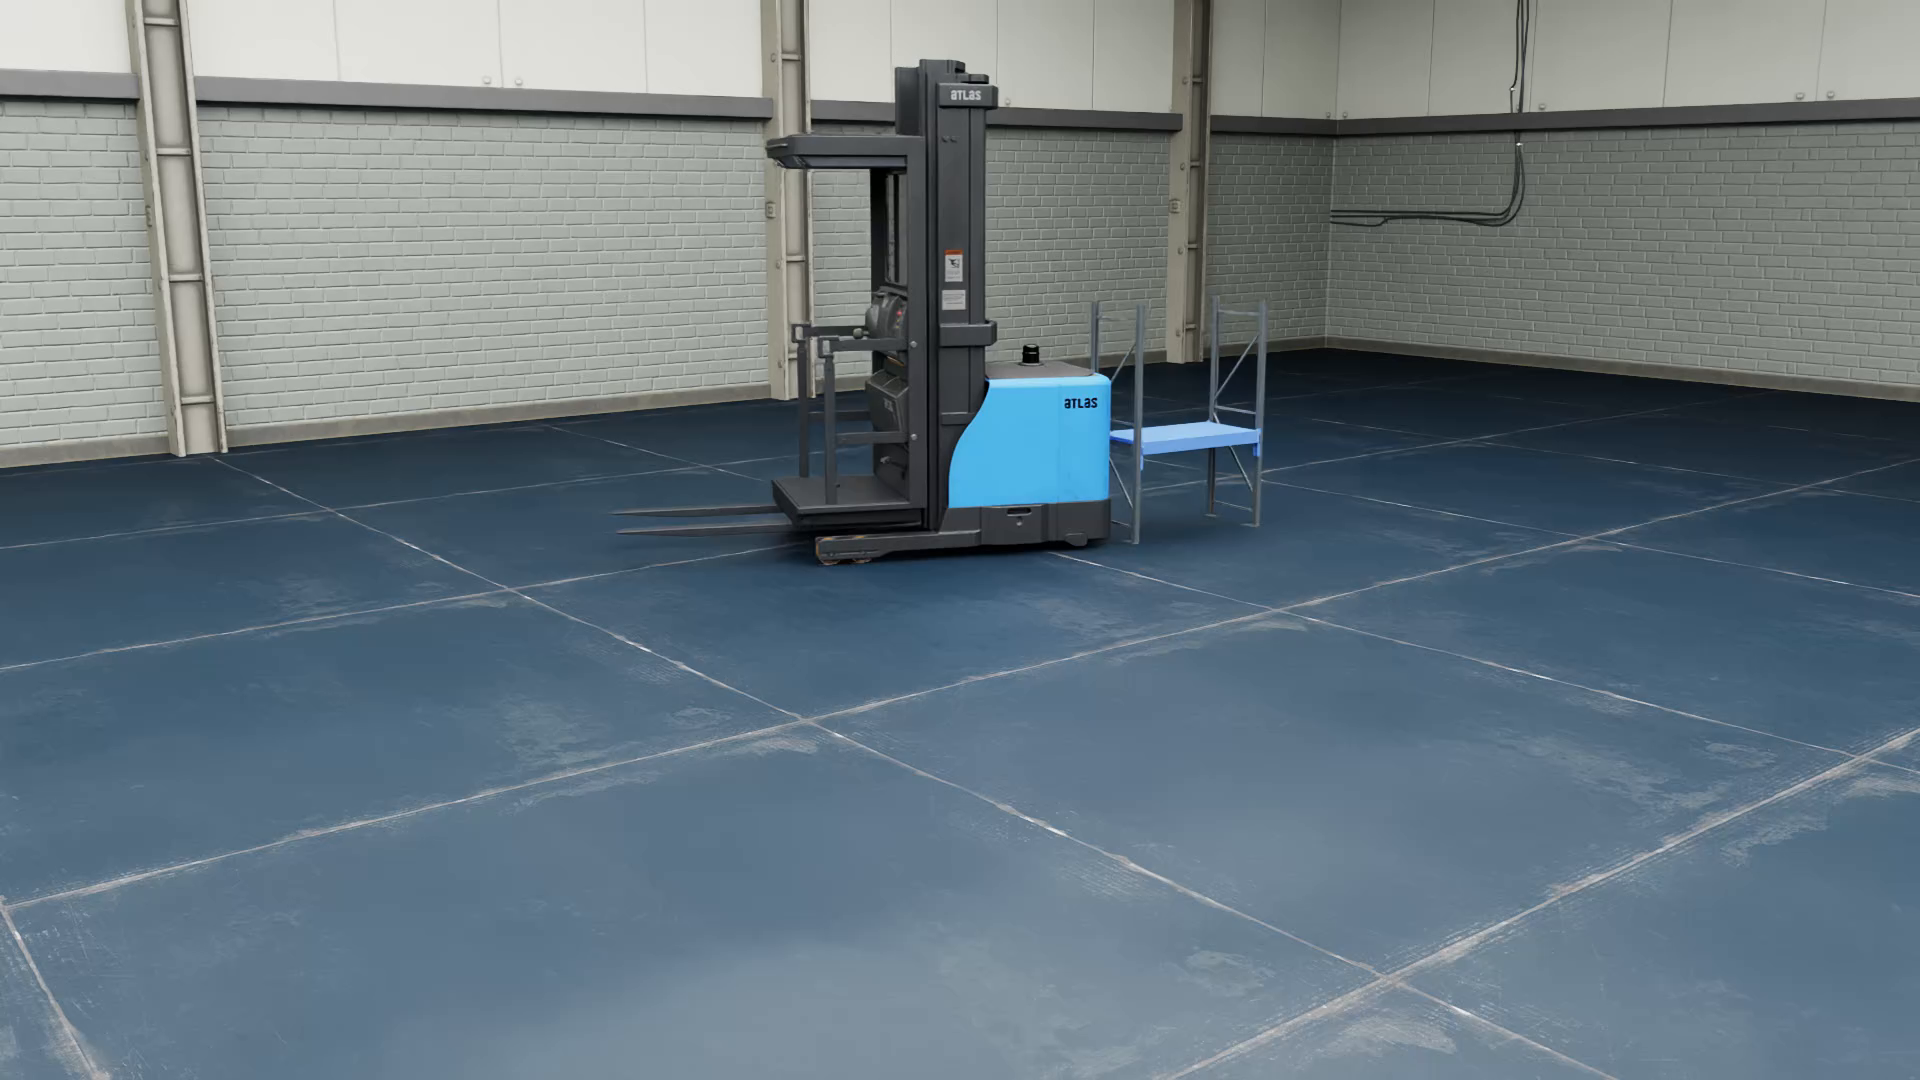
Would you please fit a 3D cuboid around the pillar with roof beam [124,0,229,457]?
[{"bbox_3d":[-3.787,-4.452,9.929,0.400,9.000,9.100,-9,15,-38],"label":"pillar with roof beam"}]

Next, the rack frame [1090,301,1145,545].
[{"bbox_3d":[0.984,-0.747,10.536,0.032,1.500,0.500,-8,14,-32],"label":"rack frame"}]

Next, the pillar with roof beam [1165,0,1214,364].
[{"bbox_3d":[5.583,-6.009,17.262,0.400,9.000,9.100,-9,15,-38],"label":"pillar with roof beam"}]

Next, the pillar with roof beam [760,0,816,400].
[{"bbox_3d":[0.898,-5.230,13.595,0.400,9.000,9.100,-9,15,-38],"label":"pillar with roof beam"}]

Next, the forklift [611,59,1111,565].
[{"bbox_3d":[-0.632,-1.405,10.187,3.031,2.935,1.130,-3,12,-14],"label":"forklift"}]

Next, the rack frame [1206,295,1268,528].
[{"bbox_3d":[1.839,-0.861,11.073,0.032,1.500,0.500,-8,14,-32],"label":"rack frame"}]

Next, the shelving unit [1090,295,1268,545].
[{"bbox_3d":[1.412,-0.804,10.804,1.048,1.500,0.538,-8,14,-32],"label":"shelving unit"}]

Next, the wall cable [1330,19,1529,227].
[{"bbox_3d":[6.020,-5.356,21.663,0.112,2.526,3.097,-9,15,-38],"label":"wall cable"}]

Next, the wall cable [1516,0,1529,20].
[{"bbox_3d":[7.710,-7.388,19.072,0.112,2.526,3.097,-9,15,-38],"label":"wall cable"}]

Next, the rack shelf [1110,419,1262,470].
[{"bbox_3d":[1.412,-0.628,10.842,1.000,0.185,0.538,-8,14,-32],"label":"rack shelf"}]
